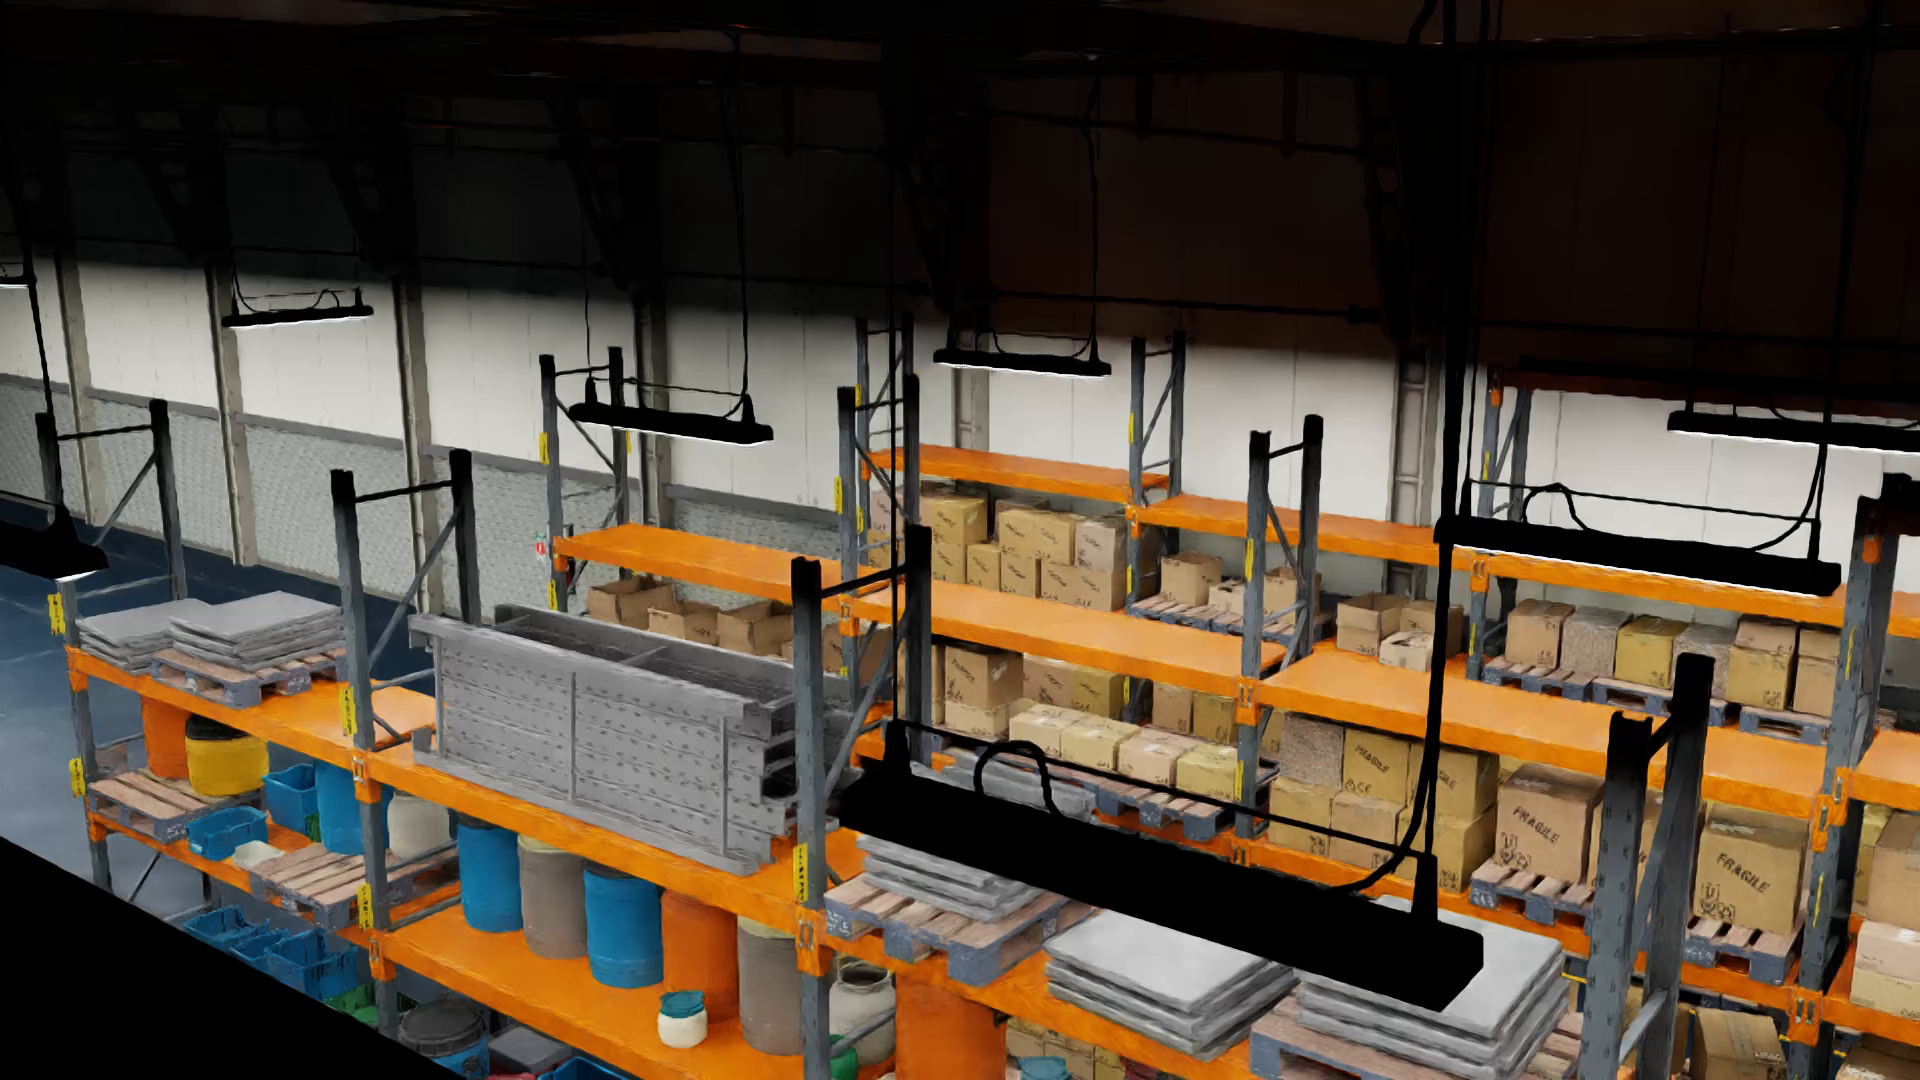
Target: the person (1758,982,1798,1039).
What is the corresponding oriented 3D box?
[{"bbox_3d":[7.205,3.961,14.419,0.588,1.677,0.373,5,14,21],"label":"person"}]
